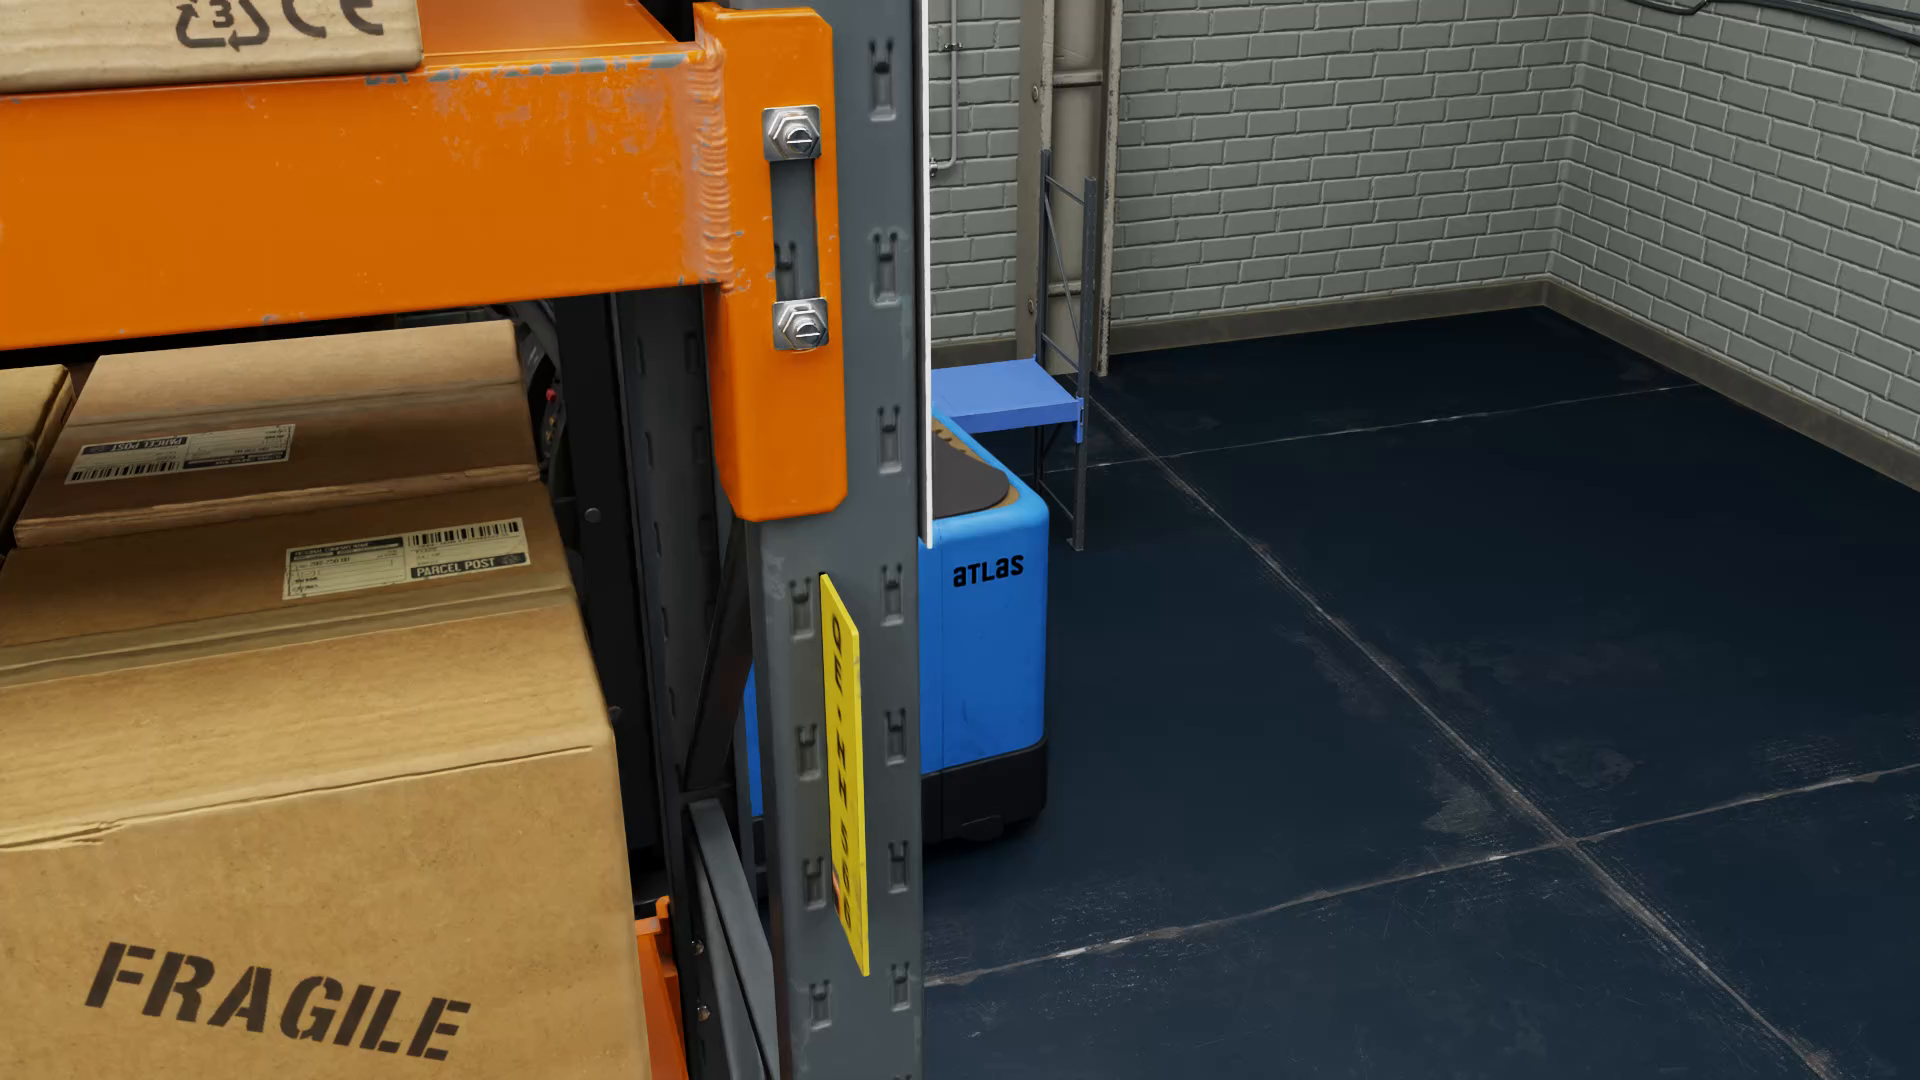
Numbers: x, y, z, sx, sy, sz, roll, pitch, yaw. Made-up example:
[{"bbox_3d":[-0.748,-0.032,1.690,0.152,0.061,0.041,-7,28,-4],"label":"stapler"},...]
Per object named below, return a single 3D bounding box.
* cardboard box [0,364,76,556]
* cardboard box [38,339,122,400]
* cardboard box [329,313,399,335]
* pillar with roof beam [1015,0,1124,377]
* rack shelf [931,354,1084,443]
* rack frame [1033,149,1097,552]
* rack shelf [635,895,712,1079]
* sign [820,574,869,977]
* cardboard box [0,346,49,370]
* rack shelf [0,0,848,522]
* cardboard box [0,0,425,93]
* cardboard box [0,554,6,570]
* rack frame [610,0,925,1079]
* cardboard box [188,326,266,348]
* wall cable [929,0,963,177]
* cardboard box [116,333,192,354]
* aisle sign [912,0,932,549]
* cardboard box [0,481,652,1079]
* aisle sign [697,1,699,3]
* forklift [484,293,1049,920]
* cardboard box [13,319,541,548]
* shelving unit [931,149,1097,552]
[{"bbox_3d":[-1.243,0.147,1.843,0.500,0.500,0.500,-8,27,-16],"label":"cardboard box"},{"bbox_3d":[-3.321,-0.661,6.318,0.250,0.149,0.380,-8,27,-15],"label":"cardboard box"},{"bbox_3d":[-2.360,-0.801,6.599,0.250,0.149,0.380,-8,28,-16],"label":"cardboard box"},{"bbox_3d":[1.850,-3.083,2.840,0.400,9.000,9.100,-8,28,-16],"label":"pillar with roof beam"},{"bbox_3d":[-0.081,-0.499,6.473,1.000,0.185,0.538,-8,28,-16],"label":"rack shelf"},{"bbox_3d":[0.402,-0.730,6.534,0.032,1.500,0.500,-8,28,-16],"label":"rack frame"},{"bbox_3d":[-2.146,1.213,1.743,4.000,0.370,1.077,-8,28,-16],"label":"rack shelf"},{"bbox_3d":[-0.092,0.192,1.332,0.005,0.325,0.100,-8,28,-16],"label":"sign"},{"bbox_3d":[-3.565,-0.626,6.246,0.250,0.149,0.380,-8,27,-16],"label":"cardboard box"},{"bbox_3d":[-2.146,-0.131,1.076,4.000,0.370,1.077,-8,28,-16],"label":"rack shelf"},{"bbox_3d":[-0.652,-0.479,1.137,0.500,0.250,0.500,-8,28,-16],"label":"cardboard box"},{"bbox_3d":[-1.063,0.370,1.394,0.500,0.500,0.500,-7,27,-15],"label":"cardboard box"},{"bbox_3d":[-0.246,0.614,2.140,0.053,2.616,0.949,-8,28,-16],"label":"rack frame"},{"bbox_3d":[-2.841,-0.731,6.458,0.250,0.149,0.380,-8,28,-16],"label":"cardboard box"},{"bbox_3d":[-0.858,-2.510,7.290,1.851,1.984,0.084,-8,28,-16],"label":"wall cable"},{"bbox_3d":[-3.080,-0.696,6.389,0.250,0.149,0.380,-8,28,-16],"label":"cardboard box"},{"bbox_3d":[-0.085,-0.429,1.317,0.004,0.787,0.394,-8,28,-16],"label":"aisle sign"},{"bbox_3d":[-0.583,0.300,1.535,0.500,0.500,0.500,-8,28,-17],"label":"cardboard box"},{"bbox_3d":[-0.271,-0.683,1.828,0.004,0.787,0.394,-8,28,-16],"label":"aisle sign"},{"bbox_3d":[-1.302,-0.383,4.224,3.031,2.935,1.130,-11,29,-21],"label":"forklift"},{"bbox_3d":[-0.748,0.072,1.994,0.500,0.500,0.500,-7,27,-15],"label":"cardboard box"},{"bbox_3d":[-0.081,-0.660,6.393,1.048,1.500,0.538,-8,28,-16],"label":"shelving unit"}]
